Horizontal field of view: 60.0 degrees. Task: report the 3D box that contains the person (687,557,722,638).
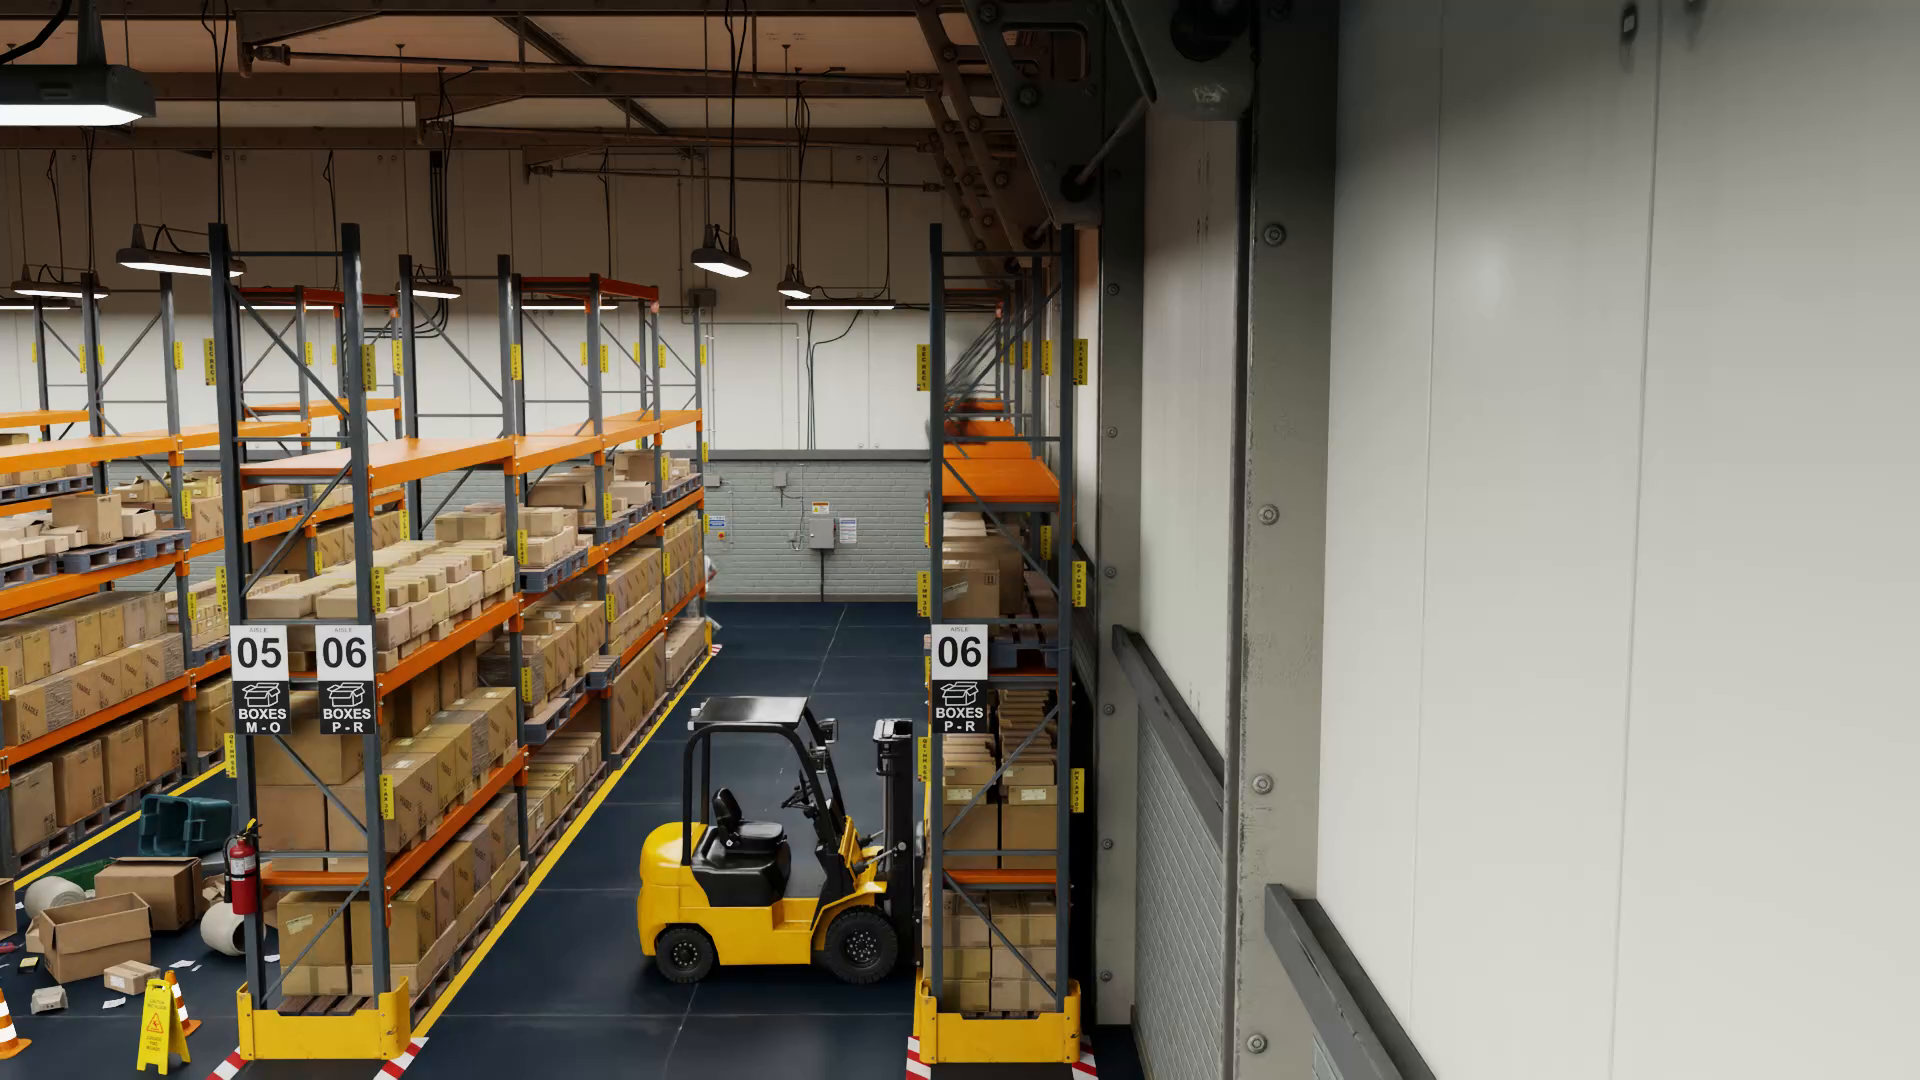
[{"bbox_3d":[-4.550,0.904,28.949,0.932,1.765,0.711,2,7,18],"label":"person"}]
